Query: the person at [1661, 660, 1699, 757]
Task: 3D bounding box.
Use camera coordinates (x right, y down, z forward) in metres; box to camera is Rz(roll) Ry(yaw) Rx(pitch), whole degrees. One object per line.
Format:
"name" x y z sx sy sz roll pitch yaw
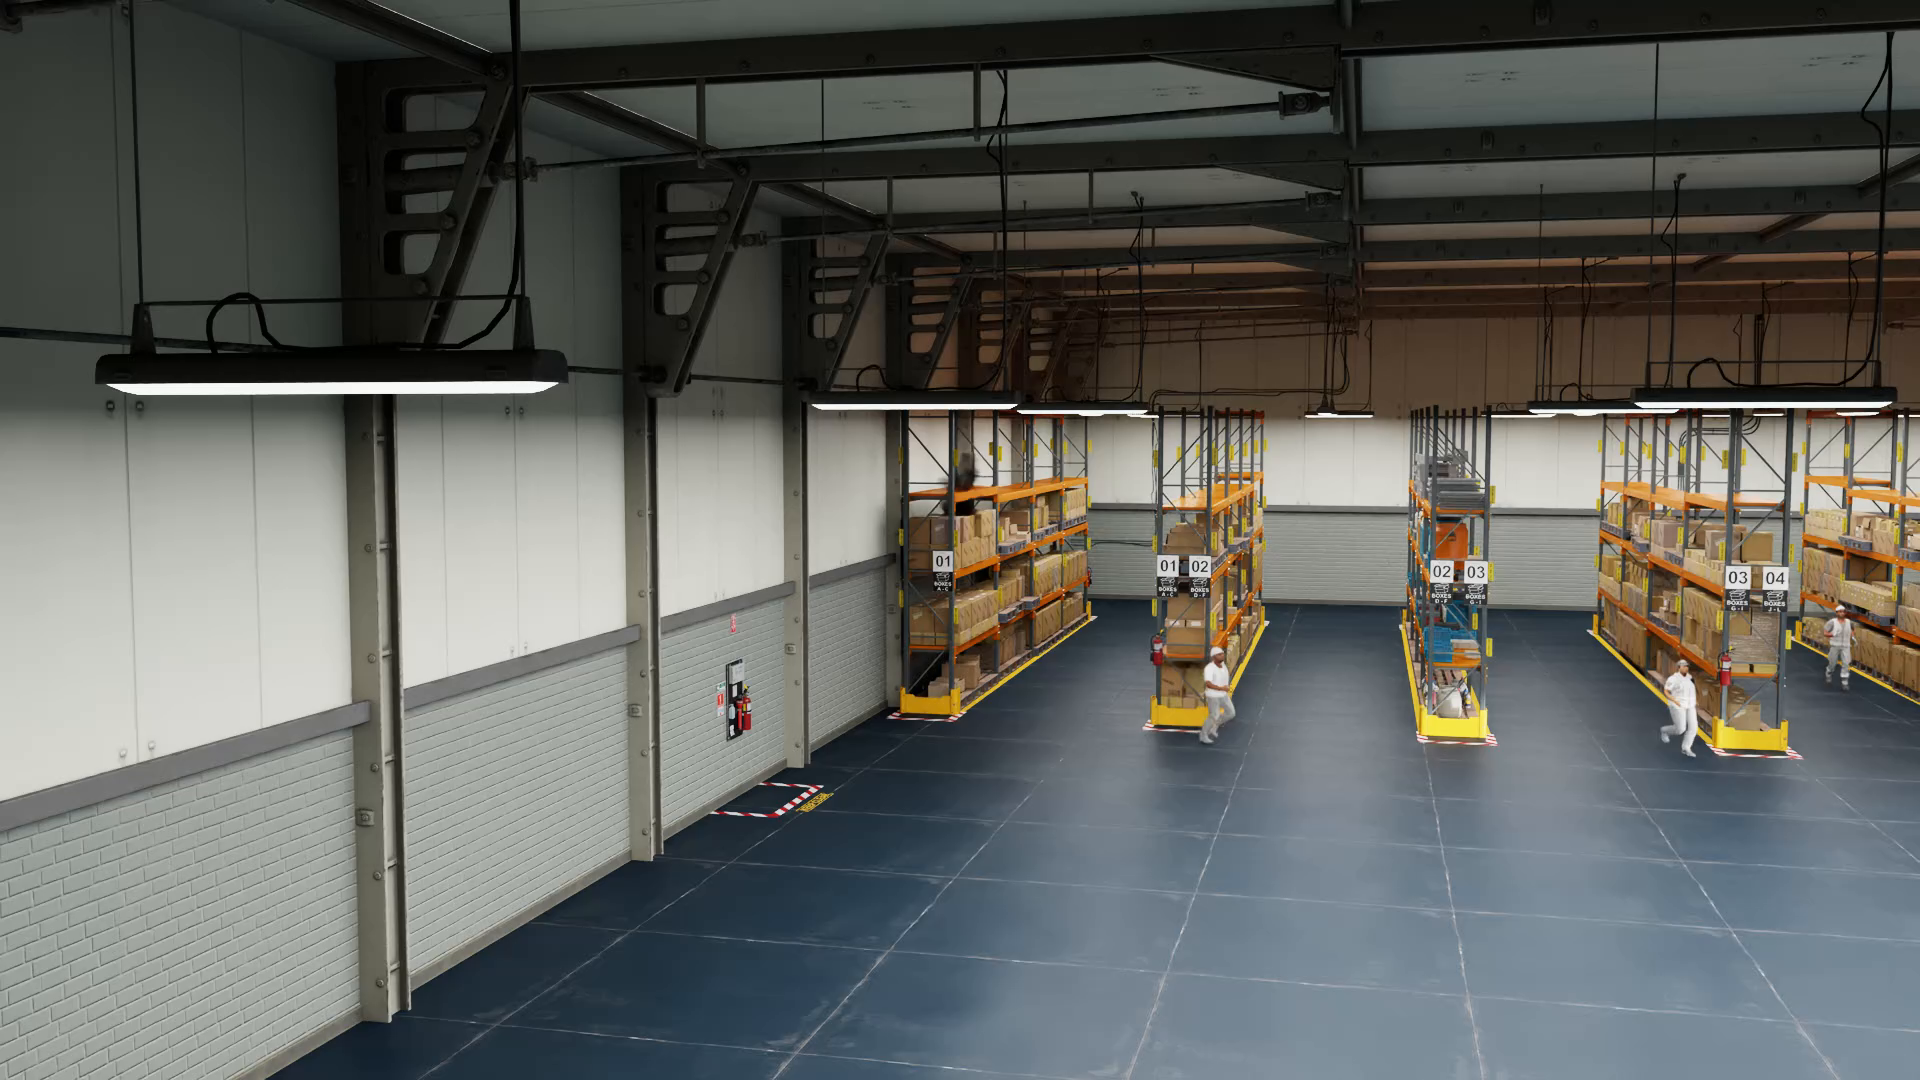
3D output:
"person" 12.412 2.868 28.610 0.625 1.633 0.718 -1 4 -16

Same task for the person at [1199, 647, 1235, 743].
"person" 4.577 2.737 29.344 0.738 1.717 0.725 -4 6 -44

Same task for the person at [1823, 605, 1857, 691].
"person" 18.715 2.272 35.371 0.668 1.764 0.998 1 4 14
